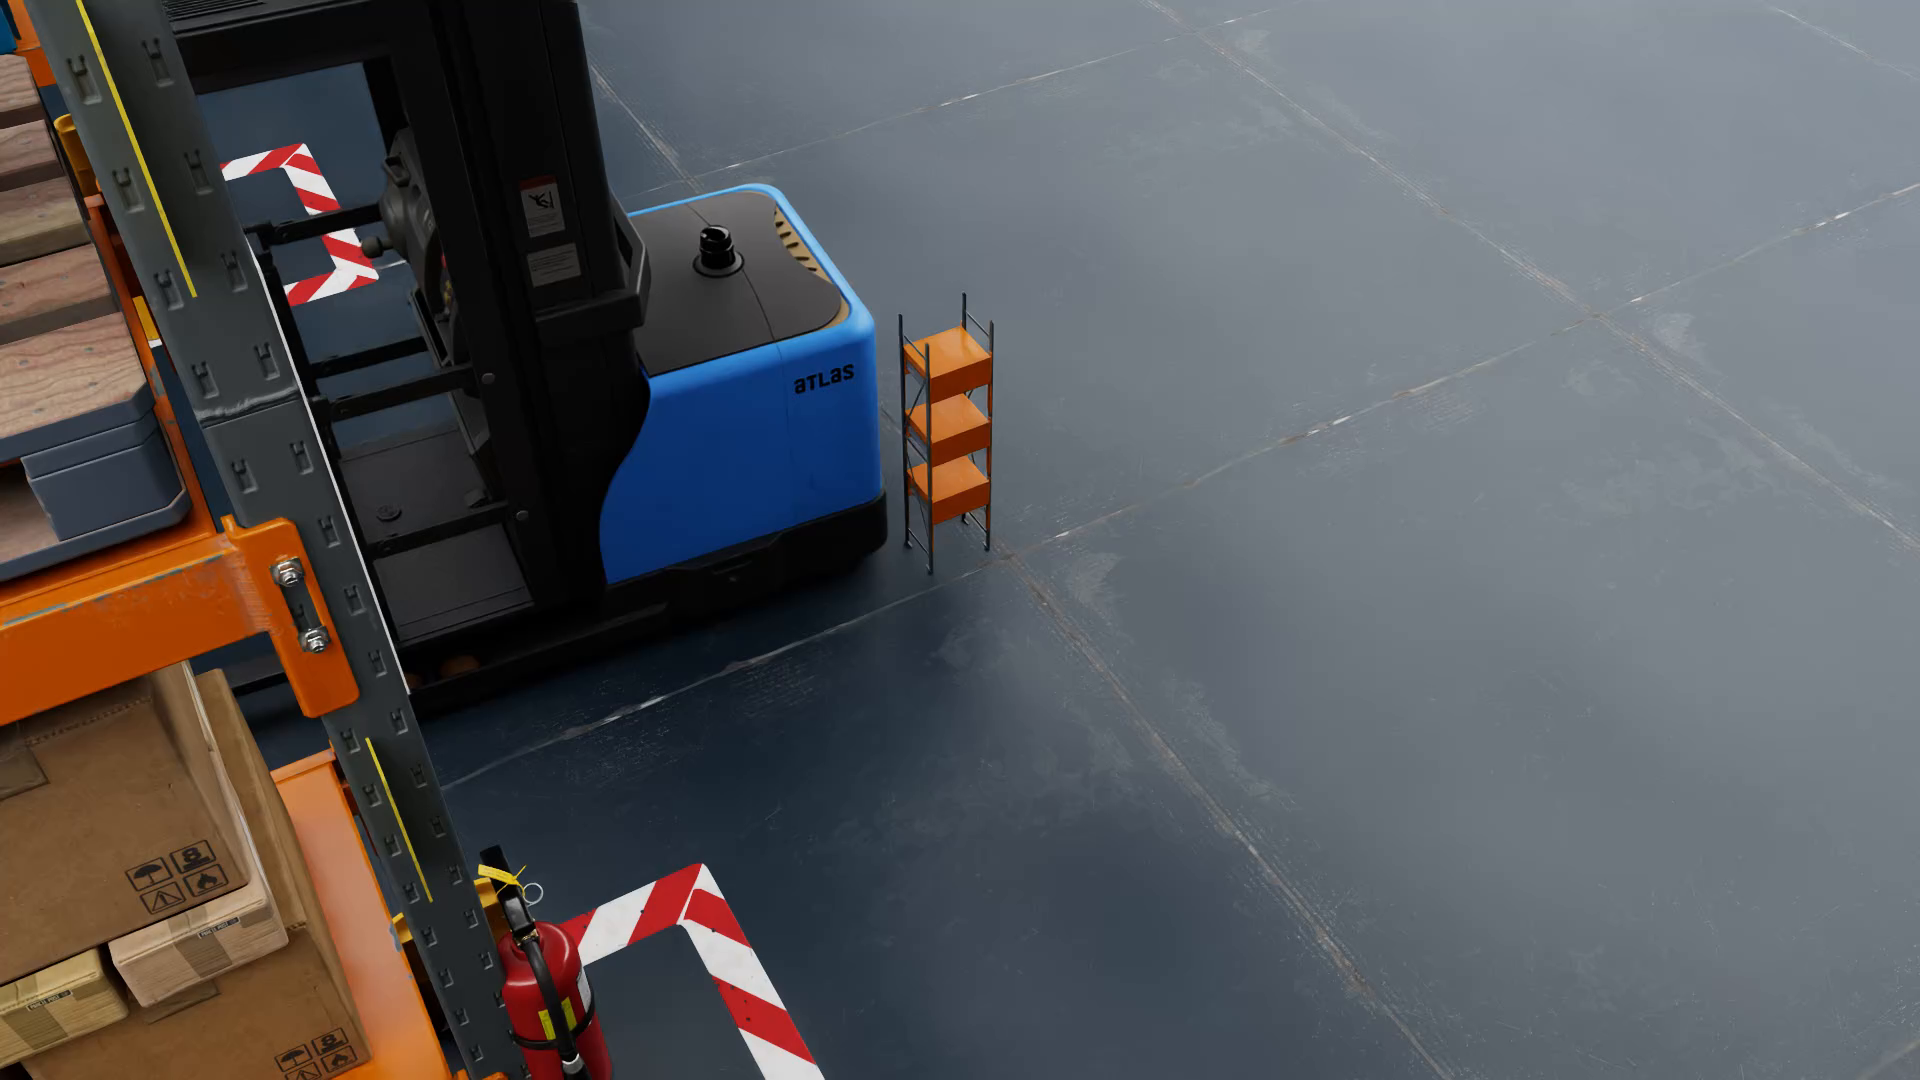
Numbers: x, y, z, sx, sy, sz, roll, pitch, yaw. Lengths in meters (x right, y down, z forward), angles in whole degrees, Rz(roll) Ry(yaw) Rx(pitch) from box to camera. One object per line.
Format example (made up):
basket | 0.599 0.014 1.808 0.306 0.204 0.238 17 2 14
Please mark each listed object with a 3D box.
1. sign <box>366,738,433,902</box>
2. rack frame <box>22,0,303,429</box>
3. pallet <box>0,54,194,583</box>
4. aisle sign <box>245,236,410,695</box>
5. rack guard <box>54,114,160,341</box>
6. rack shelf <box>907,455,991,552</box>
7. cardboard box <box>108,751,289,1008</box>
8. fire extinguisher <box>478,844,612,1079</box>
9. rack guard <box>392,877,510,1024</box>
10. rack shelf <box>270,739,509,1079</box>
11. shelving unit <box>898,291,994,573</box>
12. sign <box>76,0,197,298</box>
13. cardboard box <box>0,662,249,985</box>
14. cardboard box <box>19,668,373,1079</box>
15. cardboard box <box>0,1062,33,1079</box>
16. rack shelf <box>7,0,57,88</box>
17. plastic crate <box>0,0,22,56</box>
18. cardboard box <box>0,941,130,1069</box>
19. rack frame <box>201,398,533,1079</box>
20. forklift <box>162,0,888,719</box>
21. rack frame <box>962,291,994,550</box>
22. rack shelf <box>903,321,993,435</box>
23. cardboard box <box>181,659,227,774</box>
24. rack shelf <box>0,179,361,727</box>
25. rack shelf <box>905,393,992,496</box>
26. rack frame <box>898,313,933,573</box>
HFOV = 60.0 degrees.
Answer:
sign | -0.888 0.446 2.635 0.005 0.325 0.100 -22 48 -21
rack frame | -1.146 -1.539 1.374 0.127 3.000 1.000 -22 48 -21
pallet | -1.772 -0.201 2.213 1.213 0.211 1.003 -22 48 -21
aisle sign | -0.943 -0.164 2.399 0.004 0.787 0.394 -22 48 -21
rack guard | -3.653 -1.426 7.361 0.348 0.500 1.175 -22 48 -21
rack shelf | -0.046 -0.151 6.066 0.240 0.259 0.215 -22 48 -21
cardboard box | -1.382 0.593 2.947 0.250 0.149 0.380 -23 49 -22
fire extinguisher | -0.812 0.881 3.244 0.183 0.674 0.296 -22 48 -21
rack guard | -1.125 1.503 4.342 0.348 0.500 1.175 -22 48 -21
rack shelf | -2.880 1.566 2.999 4.000 0.370 1.077 -22 48 -21
shelving unit | -0.046 -0.358 5.865 0.252 1.050 0.215 -22 48 -21
sign | -0.888 -0.419 1.795 0.005 0.325 0.100 -22 48 -21
cardboard box | -1.603 0.285 2.799 0.500 0.500 0.700 -22 48 -21
cardboard box | -1.557 0.733 3.270 0.500 0.500 0.700 -22 48 -21
cardboard box | -2.010 0.918 3.079 0.500 0.500 0.700 -21 48 -20
rack shelf | -5.344 -1.426 6.082 4.000 0.370 1.077 -22 48 -21
plastic crate | -3.895 -1.971 6.233 0.616 0.251 0.499 -22 48 -21
cardboard box | -1.609 0.685 2.853 0.250 0.149 0.380 -21 48 -20
rack frame | -1.146 0.614 3.463 0.127 3.000 1.000 -22 48 -21
forklift | -1.825 -0.860 5.032 3.031 2.935 1.130 -18 47 -18
rack frame | 0.059 -0.401 5.909 0.008 1.050 0.200 -22 48 -21
rack shelf | -0.046 -0.554 5.675 0.240 0.259 0.215 -22 48 -21
cardboard box | -1.593 0.352 3.196 0.250 0.149 0.380 -22 48 -21
rack shelf | -2.880 0.490 1.954 4.000 0.370 1.077 -22 48 -21
rack shelf | -0.046 -0.351 5.873 0.240 0.259 0.215 -22 48 -21
rack frame | -0.152 -0.316 5.822 0.008 1.050 0.200 -22 48 -21
